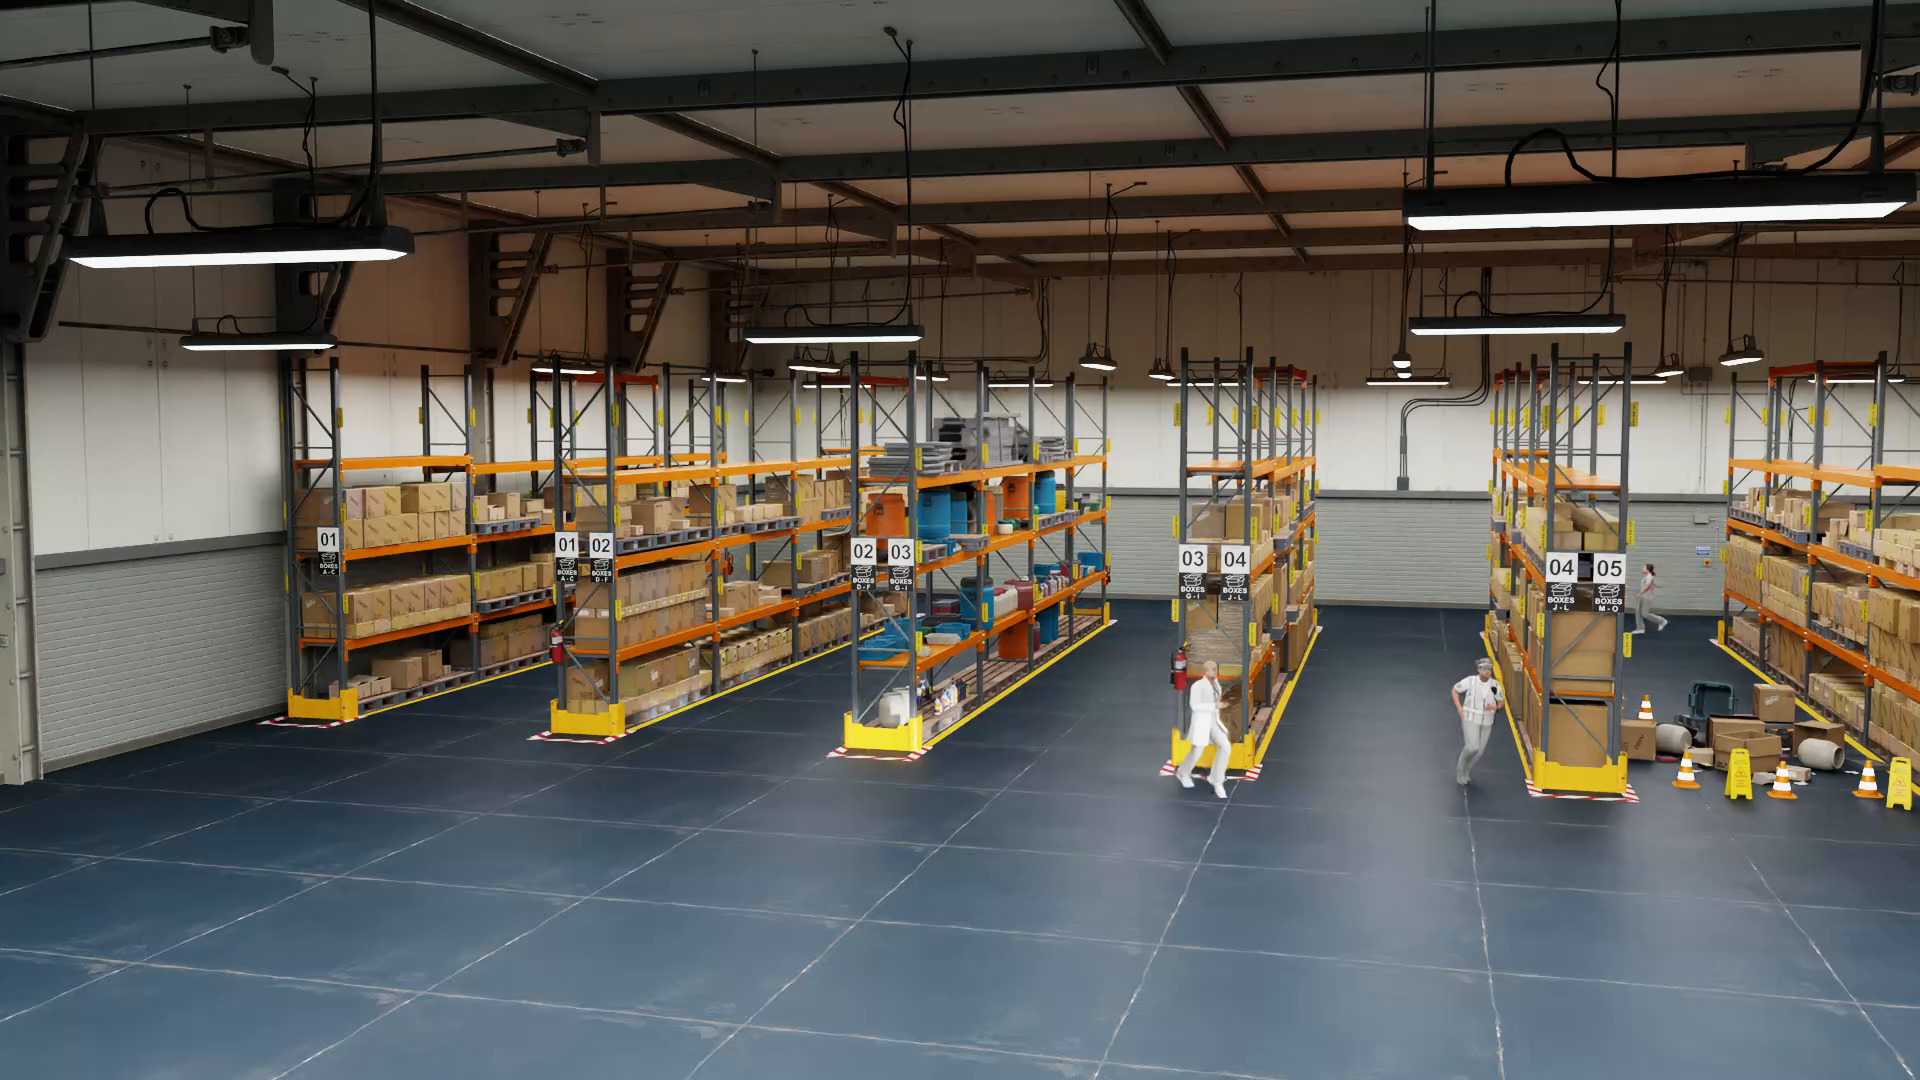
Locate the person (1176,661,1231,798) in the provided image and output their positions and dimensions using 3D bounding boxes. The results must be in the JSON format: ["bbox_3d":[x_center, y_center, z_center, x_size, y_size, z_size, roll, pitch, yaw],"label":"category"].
[{"bbox_3d":[3.247,2.498,22.177,0.746,1.824,0.932,-4,6,-41],"label":"person"}]

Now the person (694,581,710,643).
[{"bbox_3d":[-5.307,1.635,34.360,0.592,1.731,0.840,1,4,12],"label":"person"}]

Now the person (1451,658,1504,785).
[{"bbox_3d":[7.081,2.472,22.674,0.643,1.768,0.639,0,4,-5],"label":"person"}]

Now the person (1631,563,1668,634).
[{"bbox_3d":[15.940,1.364,38.409,0.791,1.654,0.591,2,5,25],"label":"person"}]
